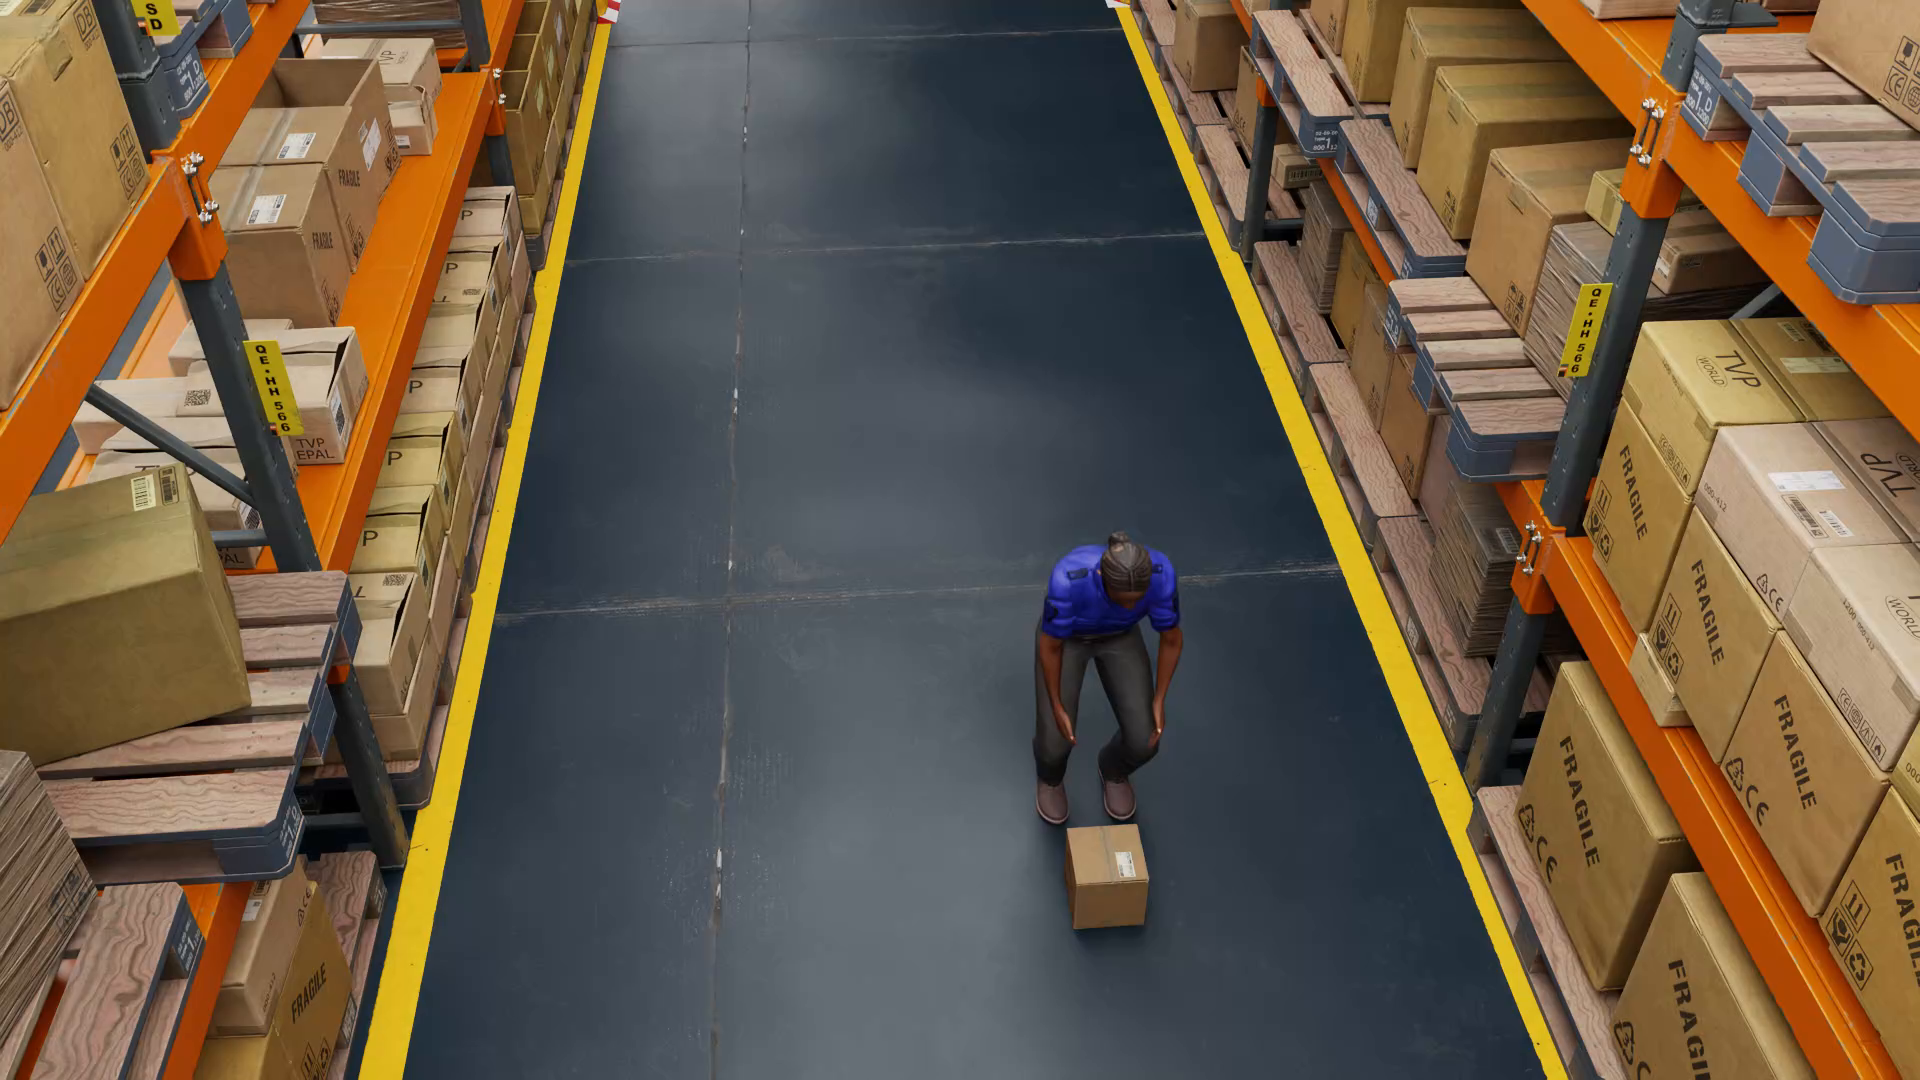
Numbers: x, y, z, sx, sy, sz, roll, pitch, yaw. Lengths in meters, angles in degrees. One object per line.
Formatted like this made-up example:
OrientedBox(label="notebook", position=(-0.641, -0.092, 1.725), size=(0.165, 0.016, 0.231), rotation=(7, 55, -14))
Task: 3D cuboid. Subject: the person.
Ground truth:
OrientedBox(label="person", position=(0.507, 0.444, 5.817), size=(0.494, 1.416, 0.598), rotation=(-3, 39, -4))
